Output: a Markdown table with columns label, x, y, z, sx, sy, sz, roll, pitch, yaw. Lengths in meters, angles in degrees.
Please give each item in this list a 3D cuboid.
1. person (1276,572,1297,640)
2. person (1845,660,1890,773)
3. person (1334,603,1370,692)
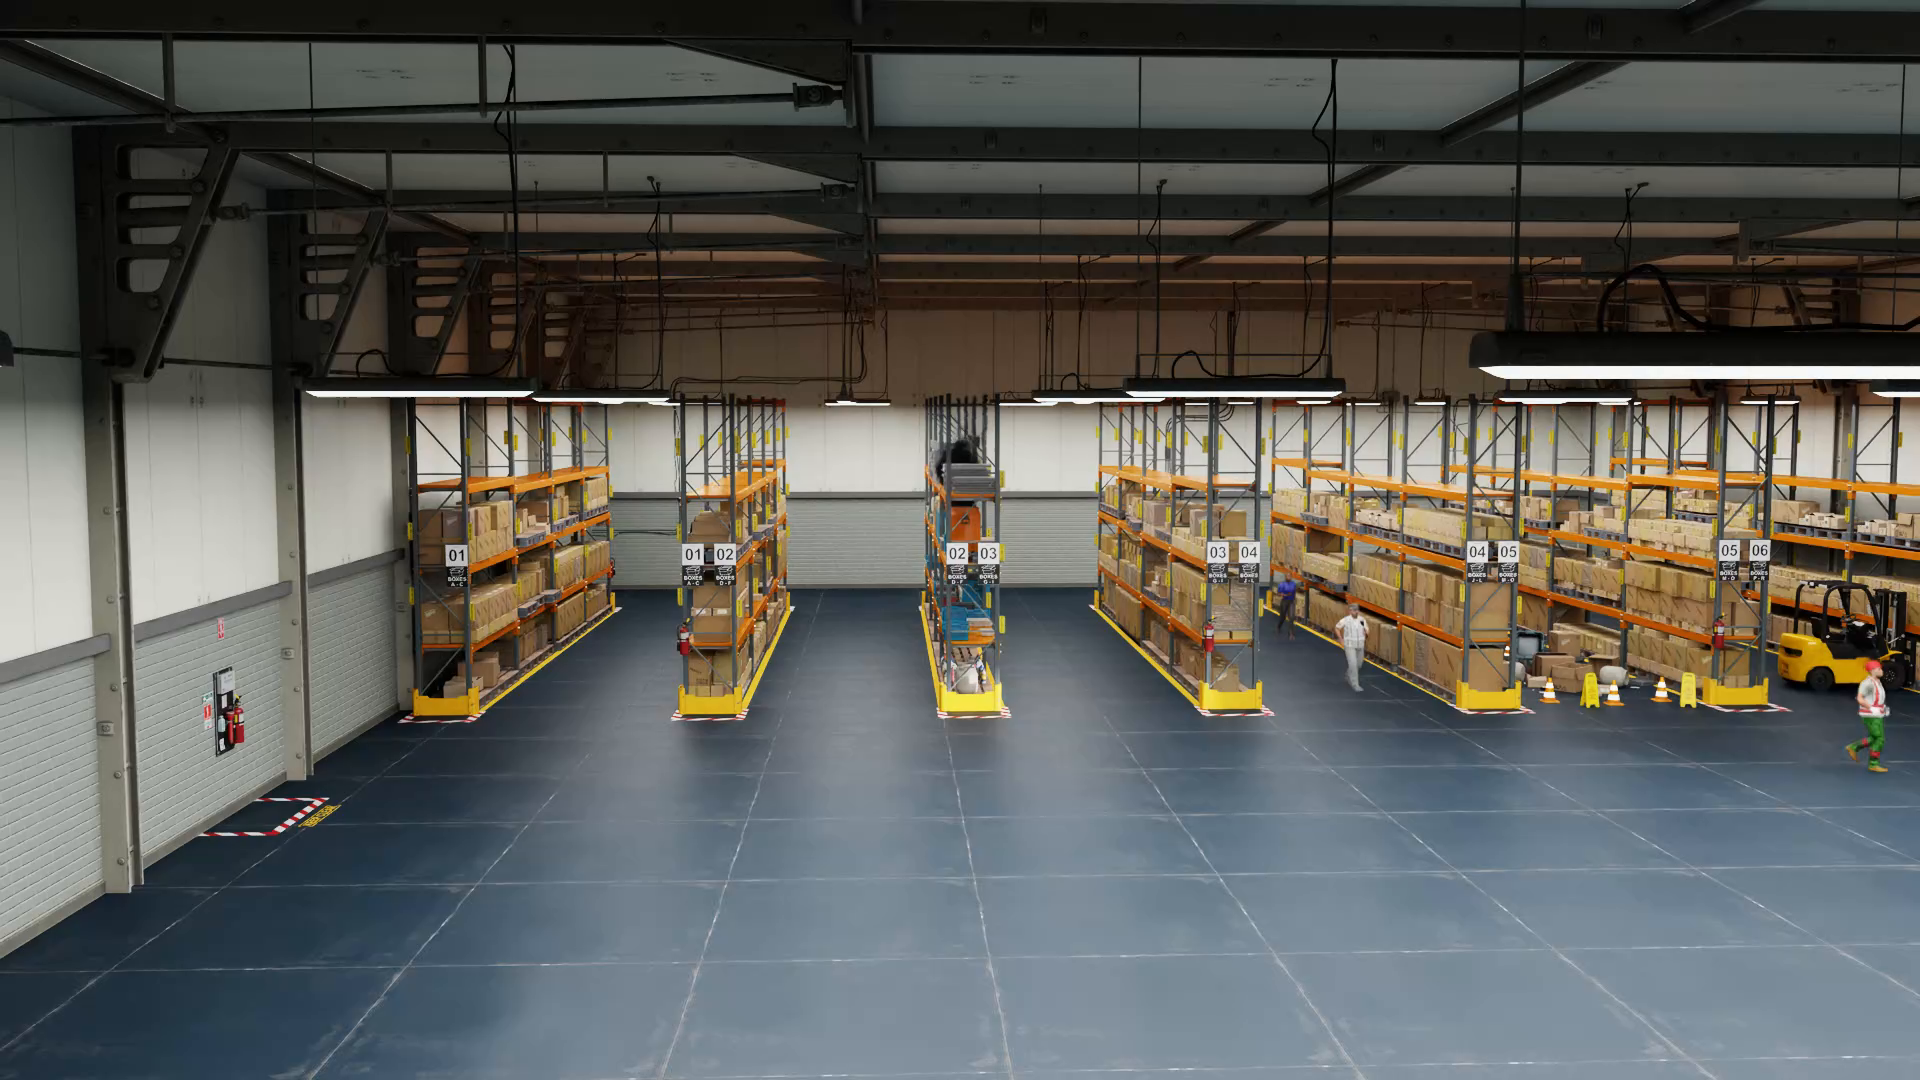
| label | x | y | z | sx | sy | sz | roll | pitch | yaw |
| --- | --- | --- | --- | --- | --- | --- | --- | --- | --- |
| person | 8.127 | 1.614 | 41.355 | 0.583 | 1.650 | 0.888 | -1 | 5 | -10 |
| person | 14.363 | 2.770 | 26.273 | 0.629 | 1.751 | 0.673 | 4 | 6 | 44 |
| person | 8.009 | 2.148 | 33.837 | 0.657 | 1.757 | 0.983 | -1 | 5 | -13 |
